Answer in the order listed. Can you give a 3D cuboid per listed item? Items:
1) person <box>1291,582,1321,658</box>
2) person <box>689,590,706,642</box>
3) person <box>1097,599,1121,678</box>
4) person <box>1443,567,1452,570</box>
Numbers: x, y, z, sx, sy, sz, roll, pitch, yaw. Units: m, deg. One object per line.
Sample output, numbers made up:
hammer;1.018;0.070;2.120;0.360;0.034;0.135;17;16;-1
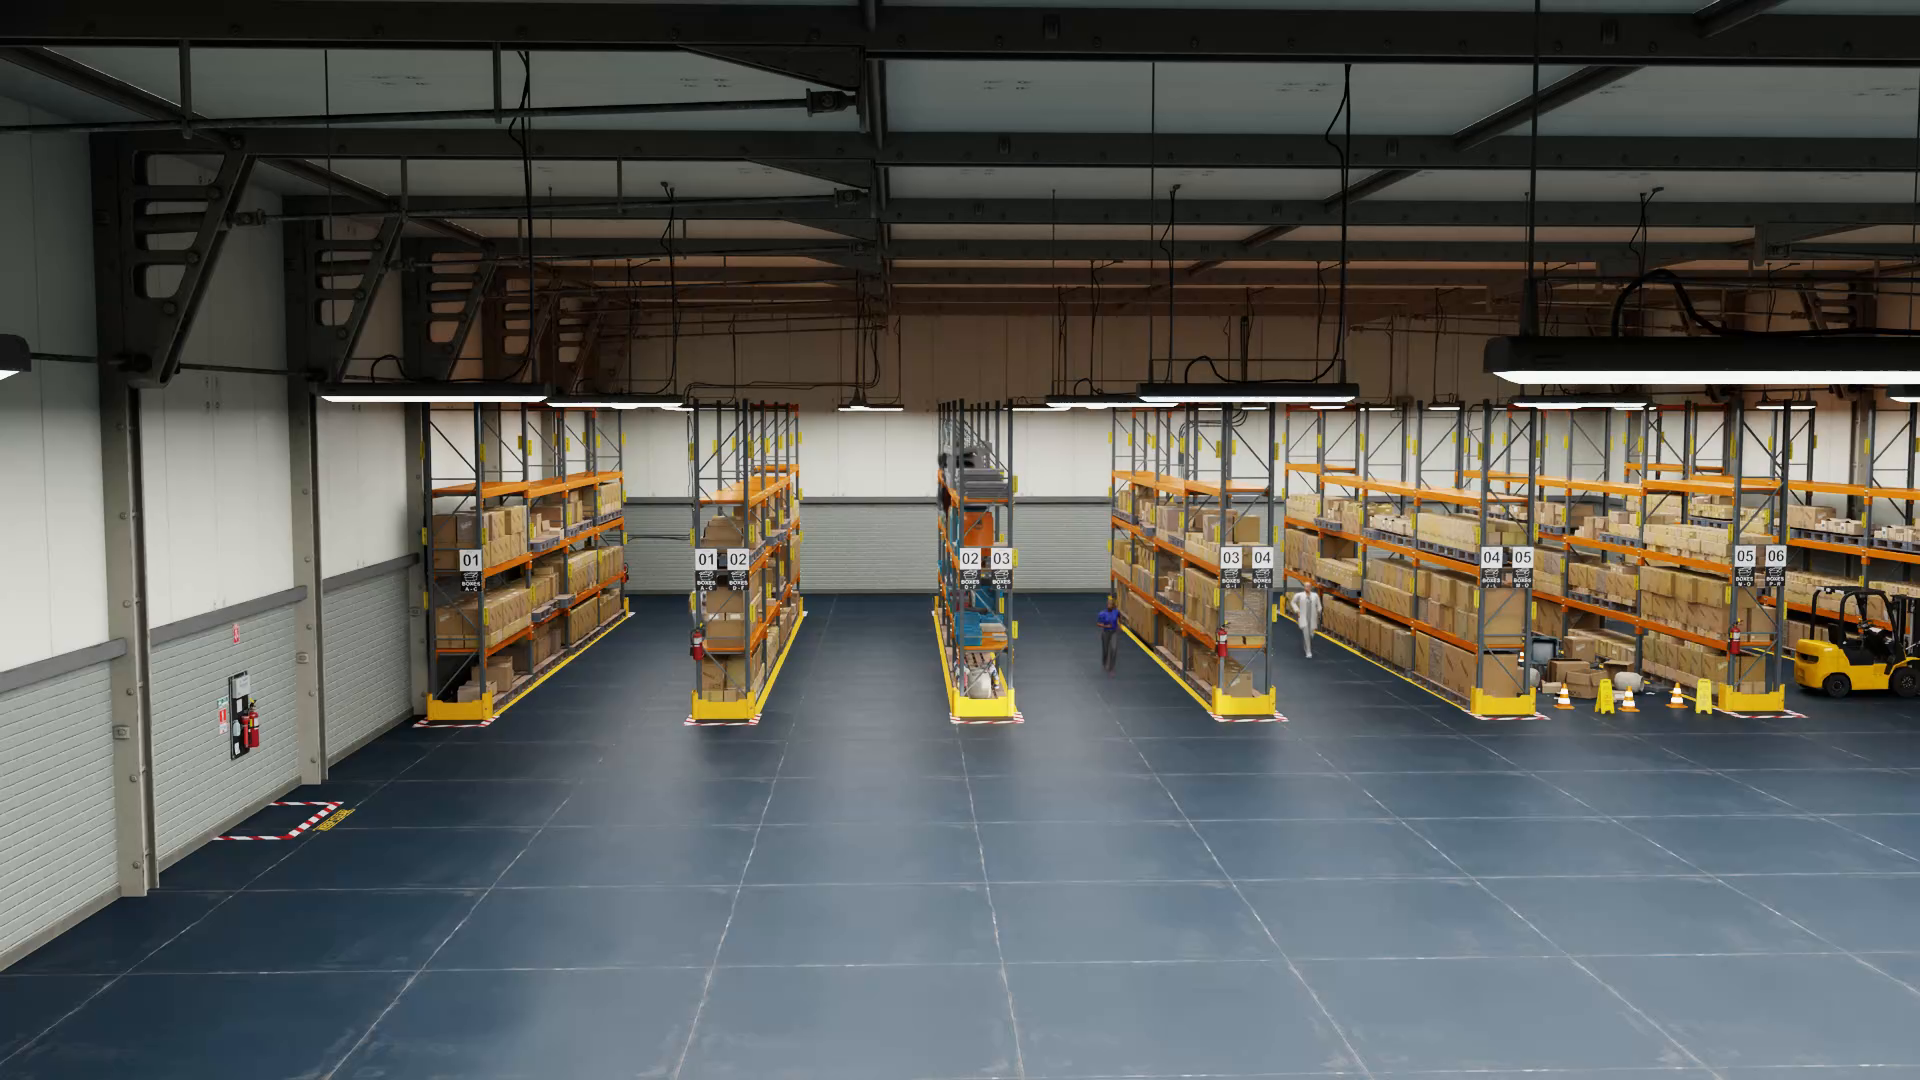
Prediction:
person;8.207;1.870;39.387;0.711;1.765;0.880;0;4;-2
person;-6.279;1.803;40.255;0.559;1.718;0.882;-1;4;-10
person;3.268;2.128;36.462;0.601;1.693;0.917;-1;4;-9
person;14.606;1.126;49.015;0.863;1.771;0.657;-1;4;-9
